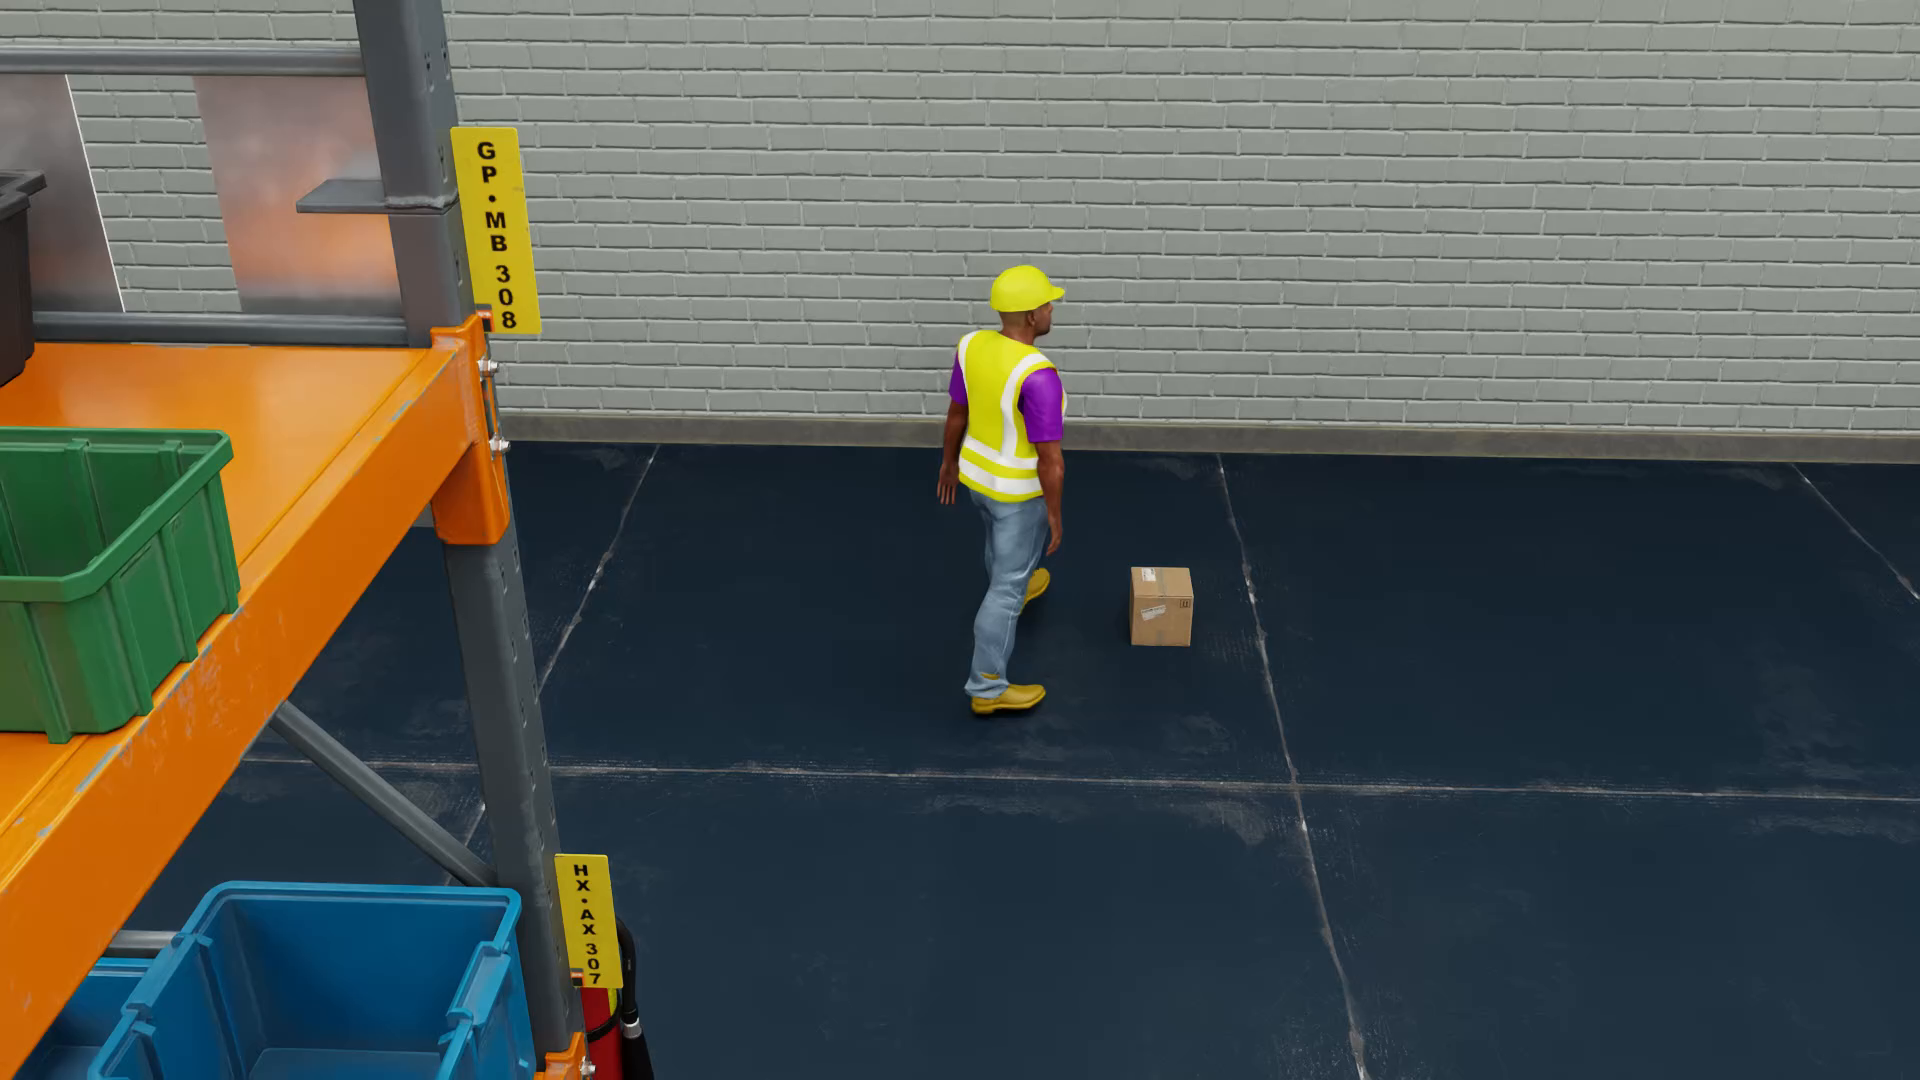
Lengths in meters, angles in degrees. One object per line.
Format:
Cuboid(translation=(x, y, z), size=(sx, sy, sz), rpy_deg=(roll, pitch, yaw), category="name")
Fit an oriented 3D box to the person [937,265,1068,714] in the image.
Cuboid(translation=(0.243, -0.278, 6.613), size=(0.847, 1.728, 0.764), rpy_deg=(-19, 33, -31), category="person")
